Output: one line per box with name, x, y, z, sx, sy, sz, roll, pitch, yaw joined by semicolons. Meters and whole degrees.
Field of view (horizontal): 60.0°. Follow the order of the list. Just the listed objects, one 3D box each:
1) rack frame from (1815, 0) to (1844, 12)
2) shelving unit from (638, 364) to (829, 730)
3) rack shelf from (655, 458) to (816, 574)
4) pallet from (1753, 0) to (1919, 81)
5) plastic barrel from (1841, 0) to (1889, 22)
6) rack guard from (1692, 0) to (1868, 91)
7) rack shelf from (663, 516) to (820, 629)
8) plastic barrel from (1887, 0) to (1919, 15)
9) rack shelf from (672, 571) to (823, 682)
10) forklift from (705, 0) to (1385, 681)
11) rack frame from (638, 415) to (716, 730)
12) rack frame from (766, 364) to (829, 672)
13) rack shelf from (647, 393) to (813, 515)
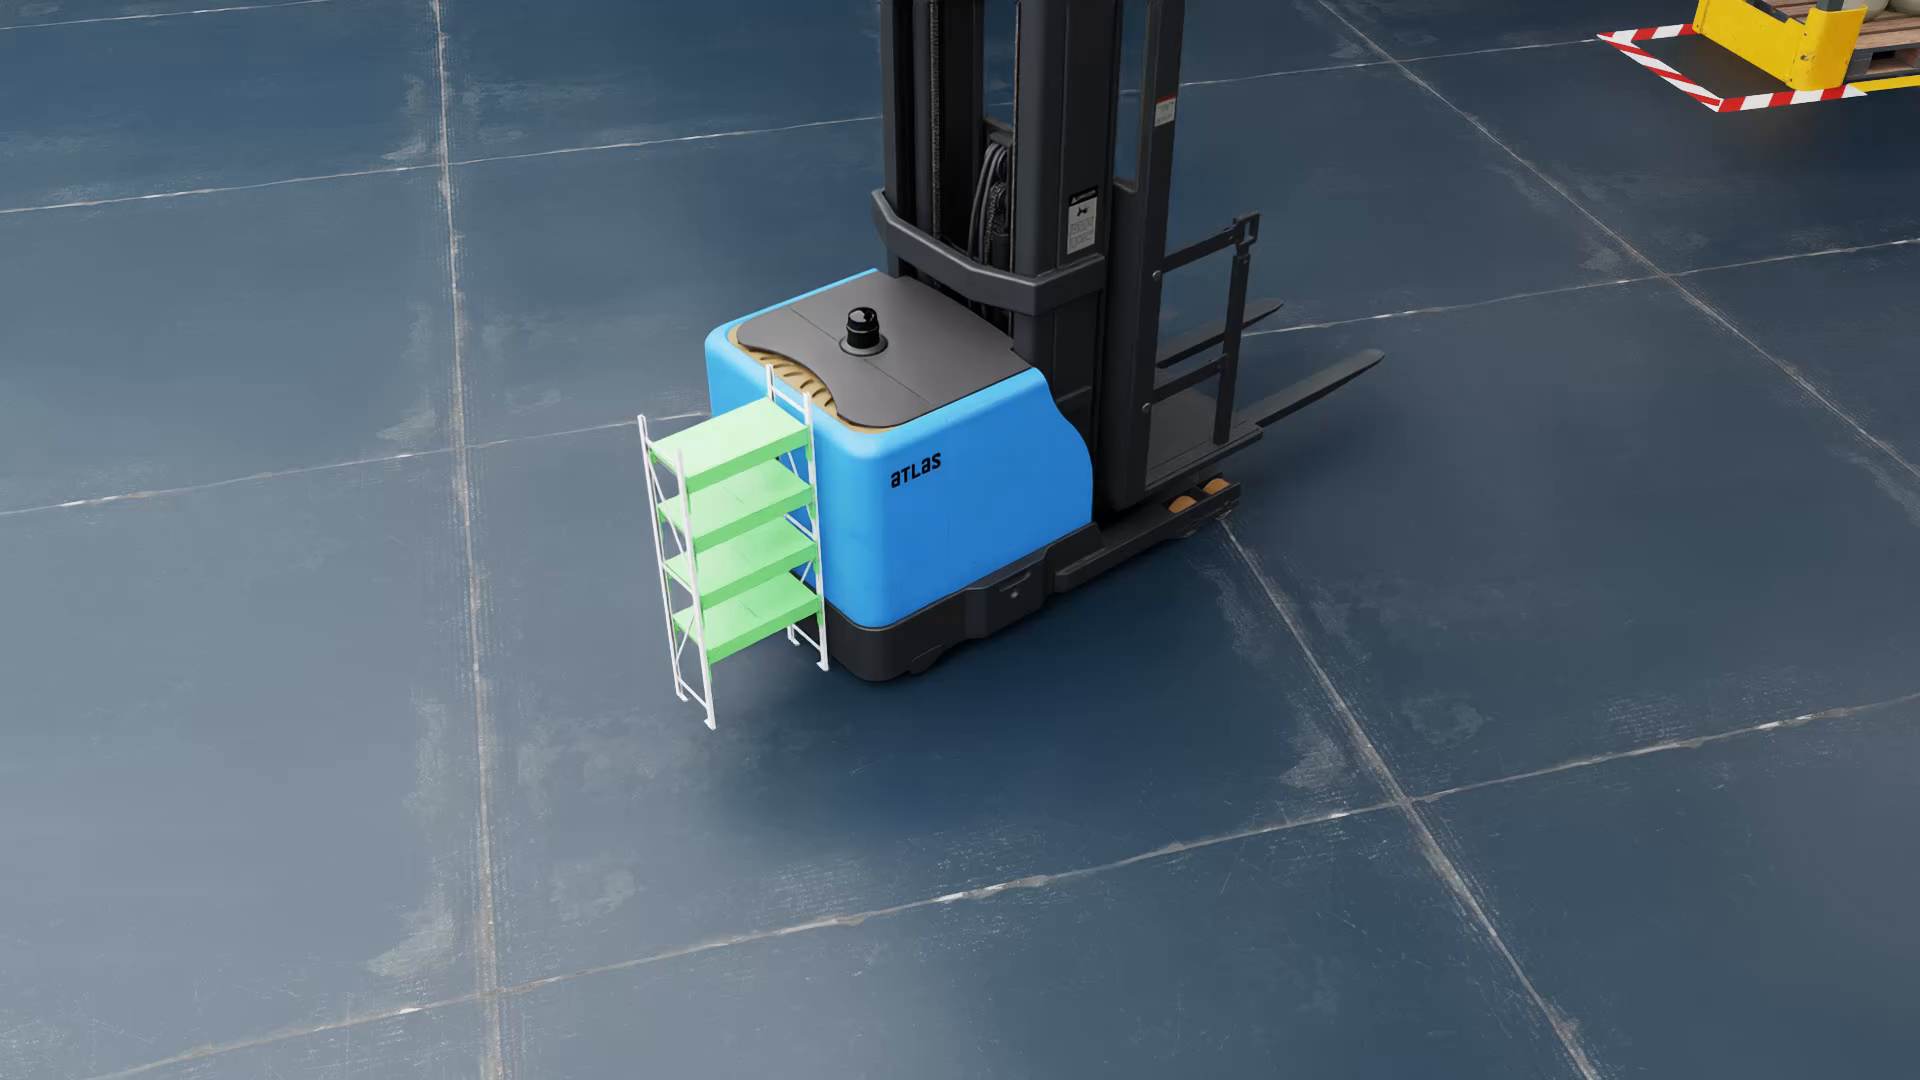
rack frame;5.209;-4.327;9.938;0.127;3.000;1.000;-9;38;-12
shelving unit;-0.755;0.042;5.707;0.503;1.200;0.258;-26;45;-30
rack shelf;-0.755;-0.097;5.600;0.480;0.148;0.258;-26;45;-30
pallet;6.056;-3.385;11.001;1.213;0.211;1.003;-9;38;-12
plastic barrel;5.825;-3.655;10.761;0.421;0.512;0.421;0;37;0
rack guard;5.271;-3.374;10.749;0.348;0.500;1.175;-9;38;-12
rack shelf;-0.755;0.093;5.746;0.480;0.148;0.258;-26;45;-30
plastic barrel;6.309;-3.734;10.865;0.421;0.512;0.421;0;37;0
rack shelf;-0.755;0.284;5.892;0.480;0.148;0.258;-26;45;-30
forklift;0.528;-1.400;6.168;3.031;2.935;1.130;-26;45;-30
rack frame;-0.944;0.136;5.585;0.015;1.200;0.240;-26;45;-30
rack frame;-0.566;-0.051;5.829;0.015;1.200;0.240;-26;45;-30
rack shelf;-0.755;-0.288;5.454;0.480;0.148;0.258;-26;45;-30
